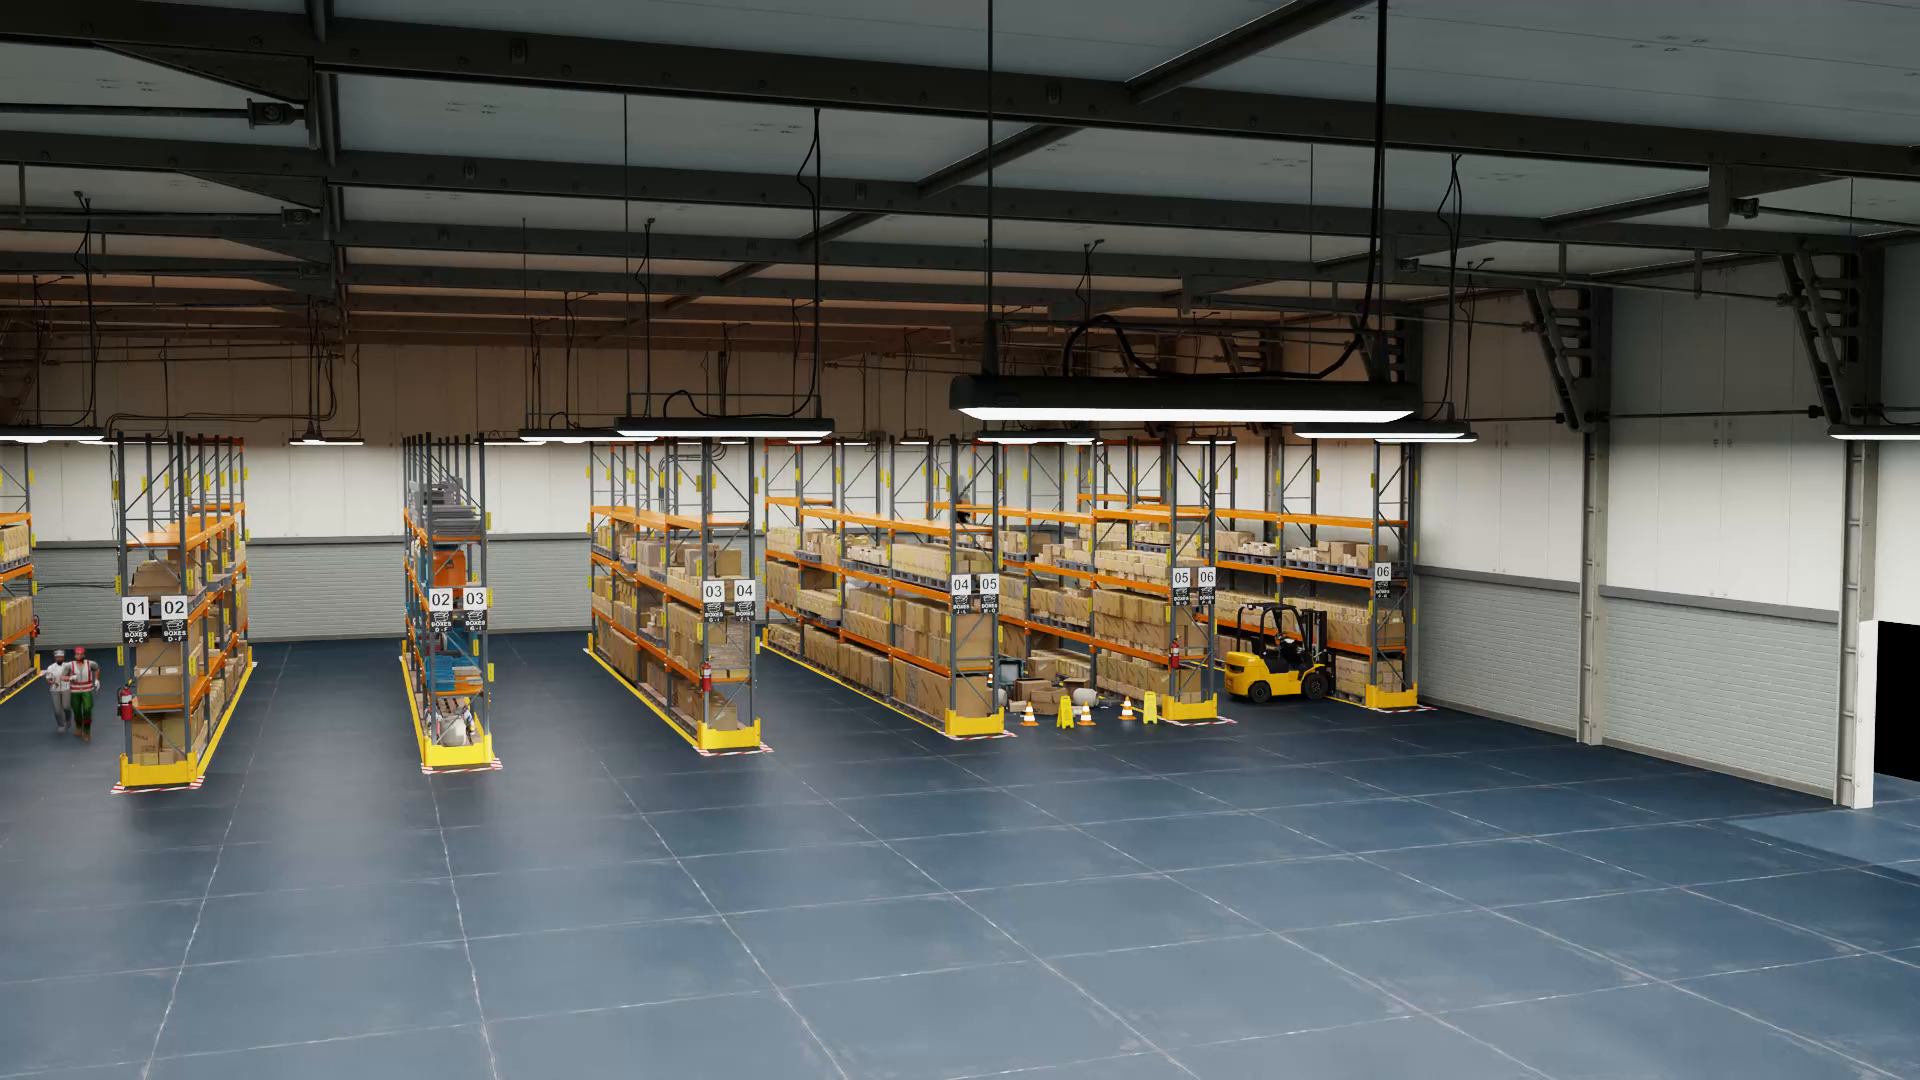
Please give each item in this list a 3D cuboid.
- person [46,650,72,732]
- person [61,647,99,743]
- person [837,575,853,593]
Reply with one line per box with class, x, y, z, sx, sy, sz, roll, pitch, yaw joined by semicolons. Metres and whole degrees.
person;-18.044;3.037;33.403;0.558;1.657;0.587;-2;4;-26
person;-17.239;3.007;32.603;0.653;1.846;0.837;-2;4;-26
person;-3.368;1.902;48.072;0.626;1.869;0.715;-1;3;-21
